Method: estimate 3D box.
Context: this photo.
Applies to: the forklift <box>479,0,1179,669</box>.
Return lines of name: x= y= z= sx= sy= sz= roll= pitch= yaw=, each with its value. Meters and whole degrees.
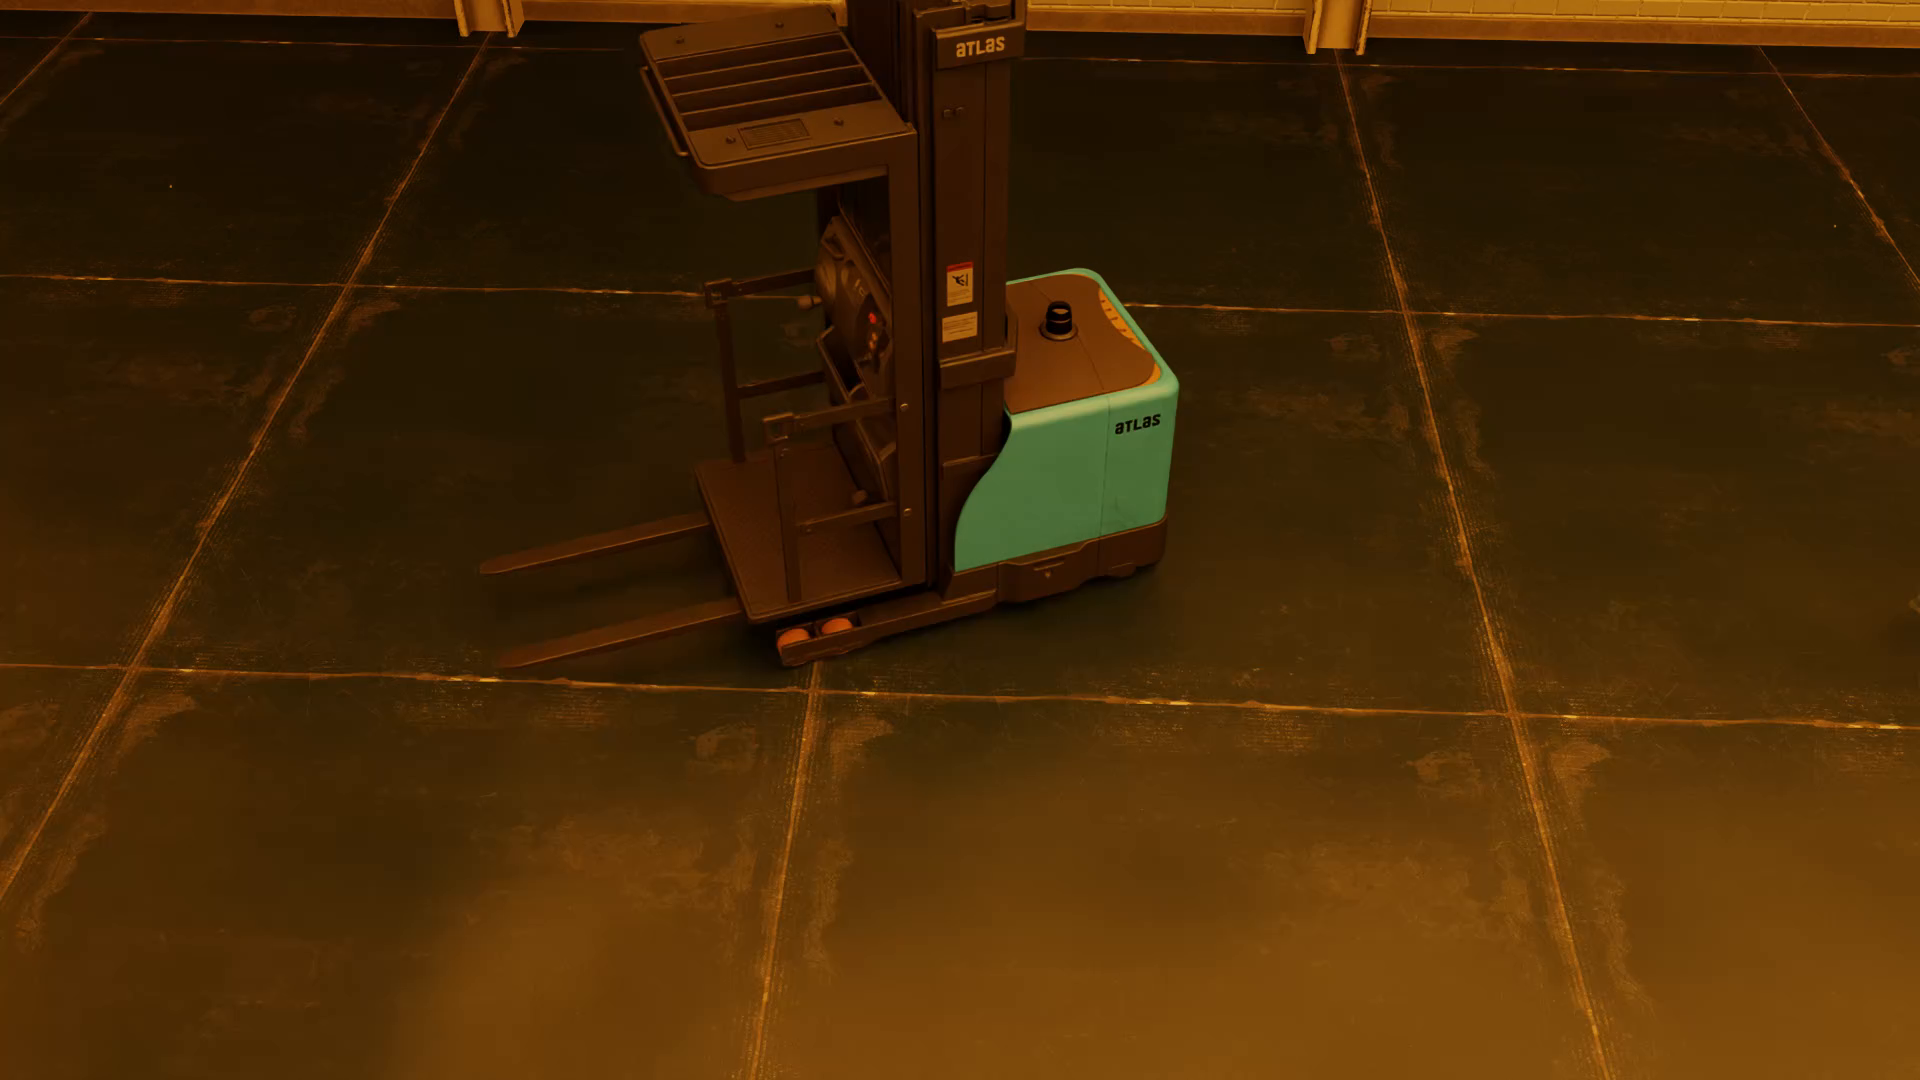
forklift: x=-0.621 y=-0.934 z=6.765 sx=3.031 sy=2.935 sz=1.130 roll=-13 pitch=44 yaw=-14
